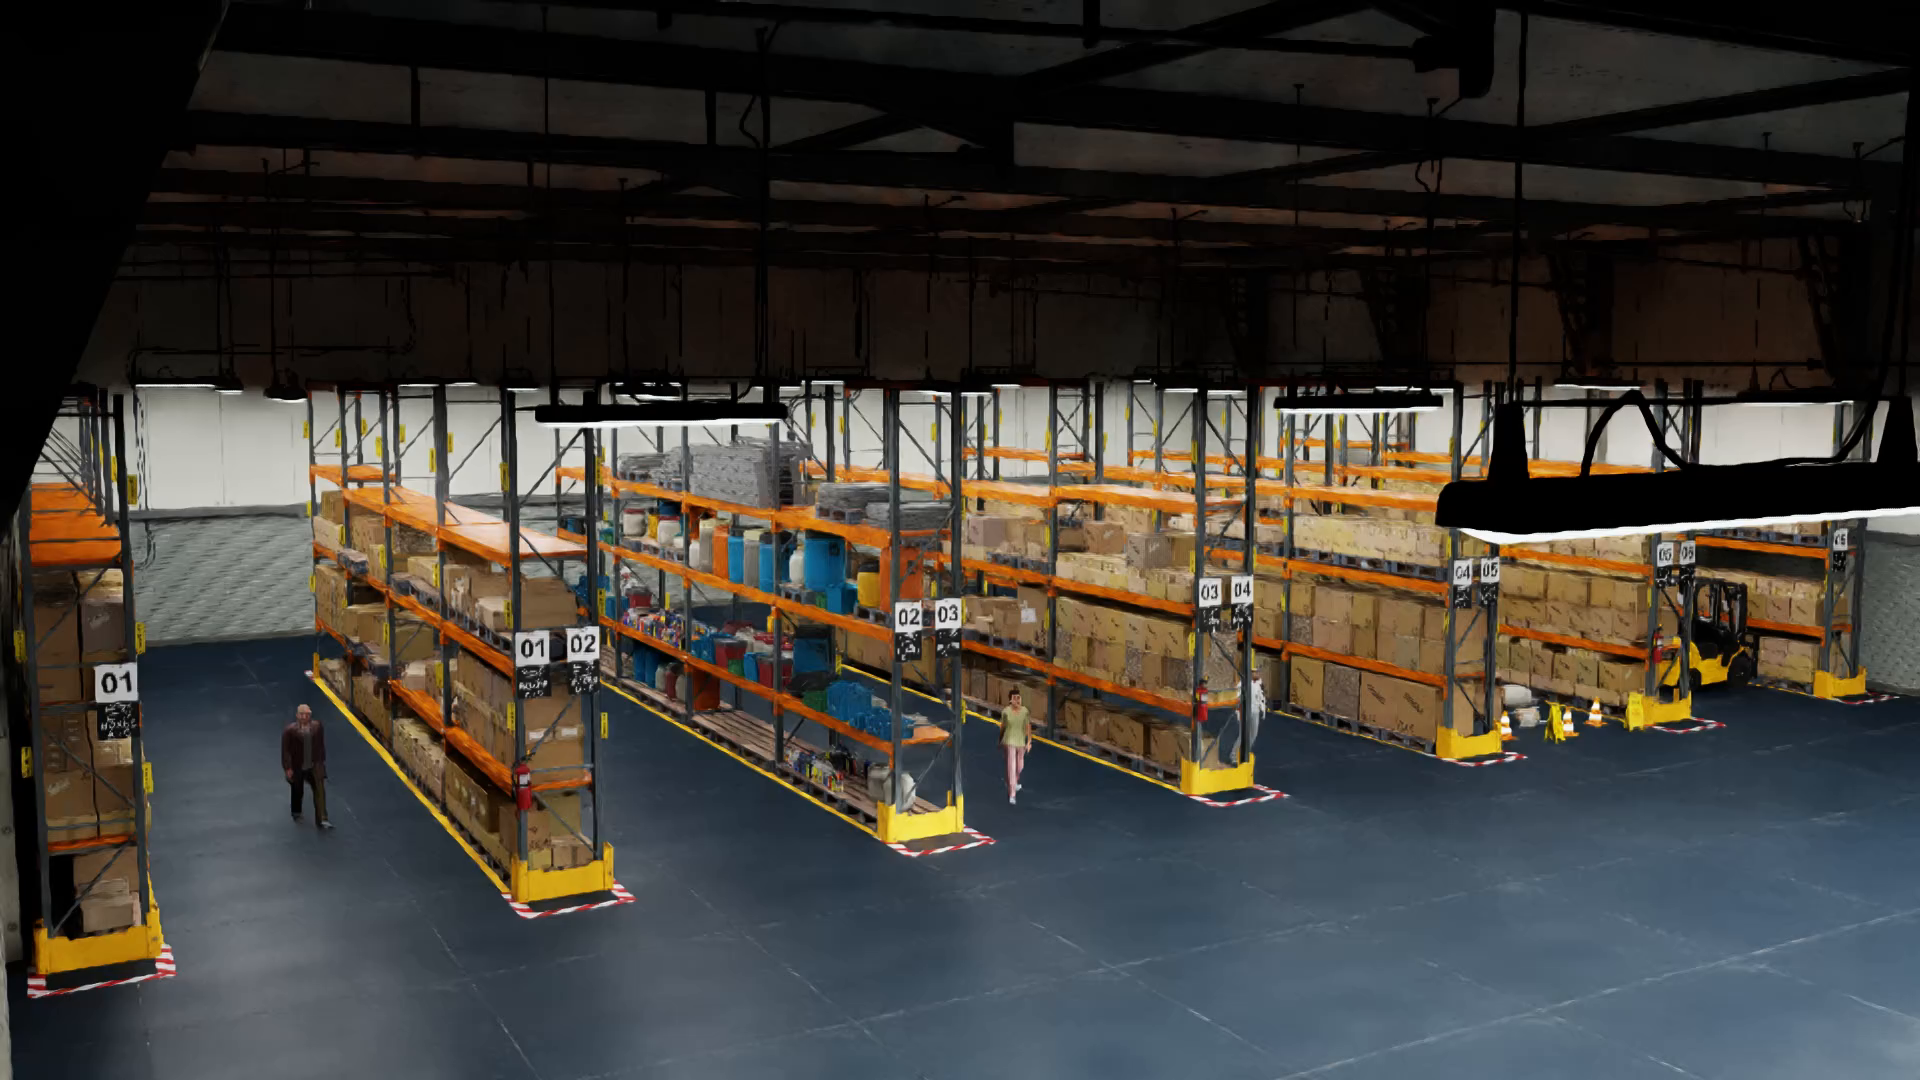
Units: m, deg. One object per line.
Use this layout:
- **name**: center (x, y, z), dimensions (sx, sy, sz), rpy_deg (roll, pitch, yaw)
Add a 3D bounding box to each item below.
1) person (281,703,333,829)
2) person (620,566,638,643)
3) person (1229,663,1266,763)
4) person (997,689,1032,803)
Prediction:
- **person**: center (-8.918, 3.056, 22.647), dimensions (0.601, 1.694, 1.186), rpy_deg (-4, 7, -31)
- **person**: center (-7.450, 1.452, 37.729), dimensions (0.631, 1.767, 0.538), rpy_deg (4, 7, 35)
- **person**: center (4.567, 2.728, 26.357), dimensions (0.639, 1.632, 0.512), rpy_deg (-4, 7, -31)
- **person**: center (0.802, 2.953, 24.175), dimensions (0.466, 1.621, 0.924), rpy_deg (-1, 6, -13)
